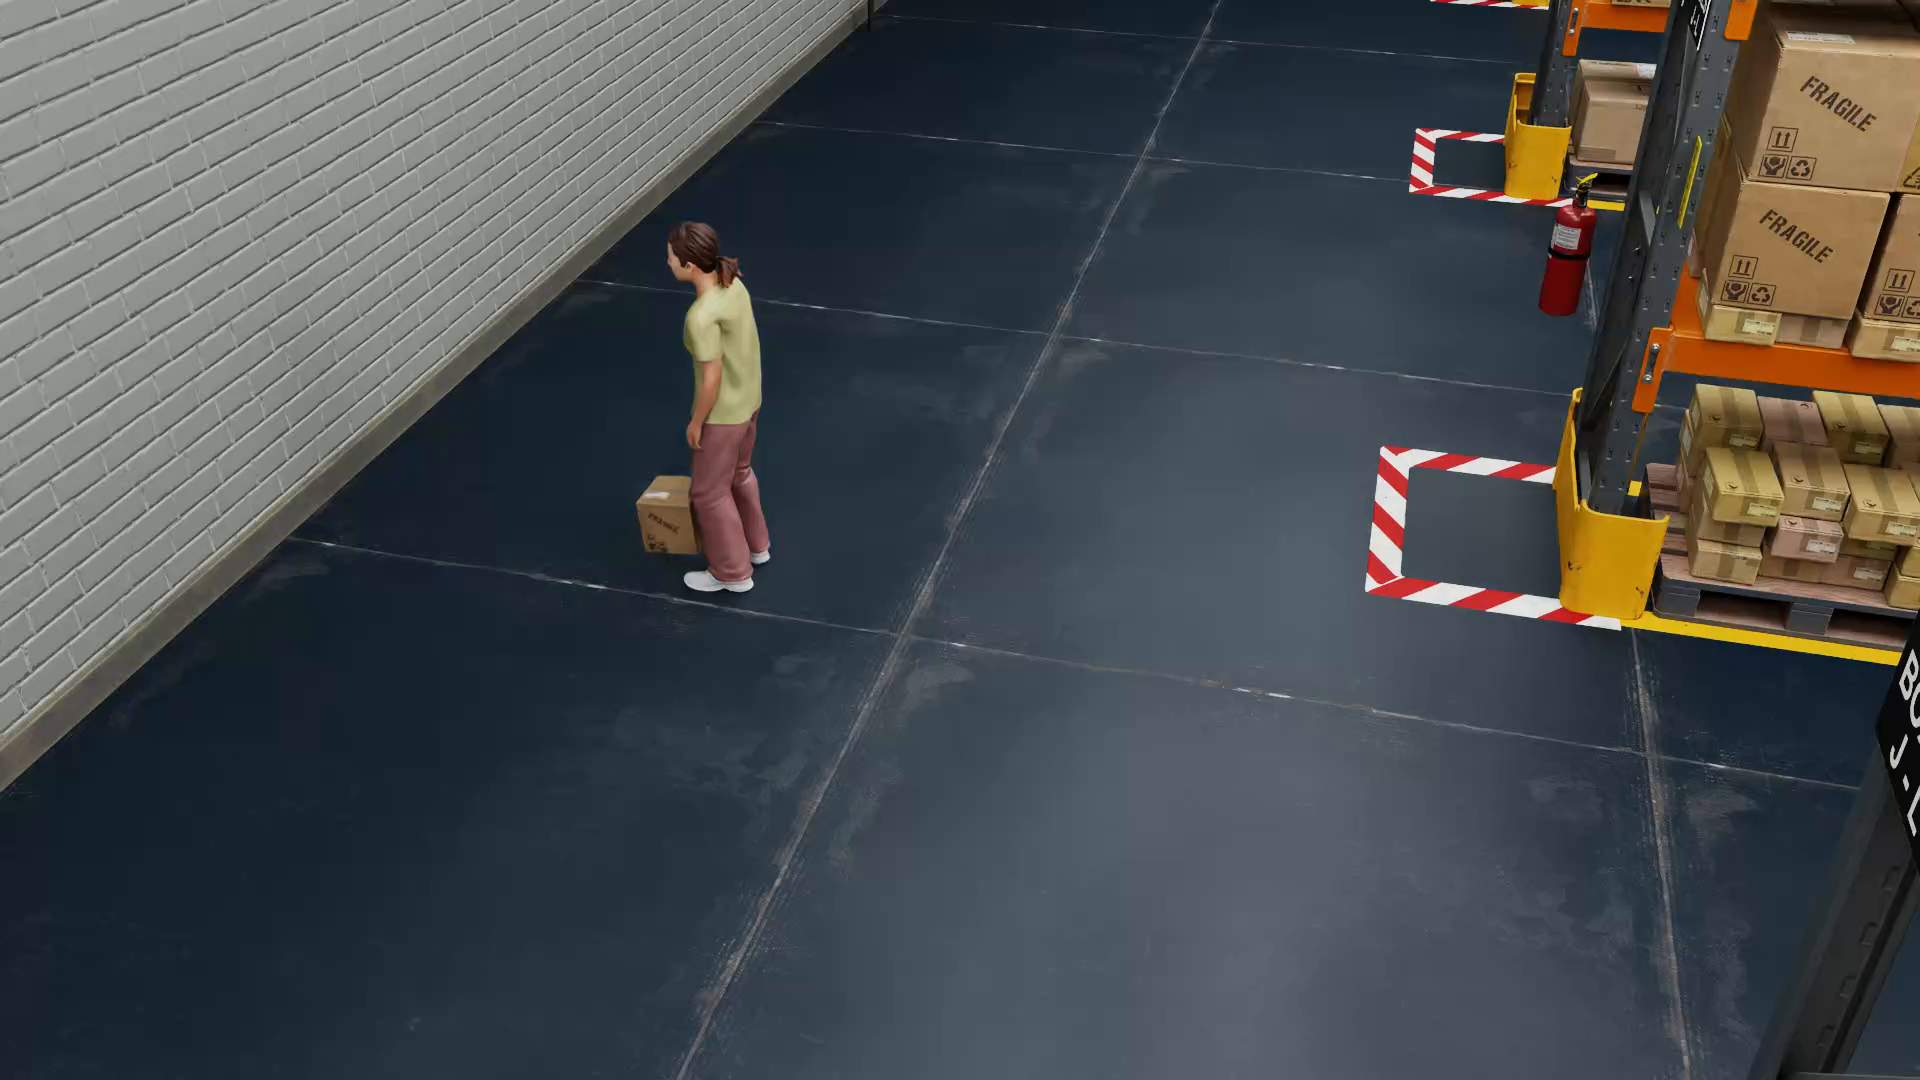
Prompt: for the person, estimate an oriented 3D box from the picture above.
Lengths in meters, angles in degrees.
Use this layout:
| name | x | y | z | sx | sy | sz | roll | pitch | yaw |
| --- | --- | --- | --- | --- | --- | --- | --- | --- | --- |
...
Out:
| name | x | y | z | sx | sy | sz | roll | pitch | yaw |
| --- | --- | --- | --- | --- | --- | --- | --- | --- | --- |
| person | -1.016 | -0.448 | 7.050 | 0.364 | 1.436 | 0.488 | 7 | 34 | 11 |
